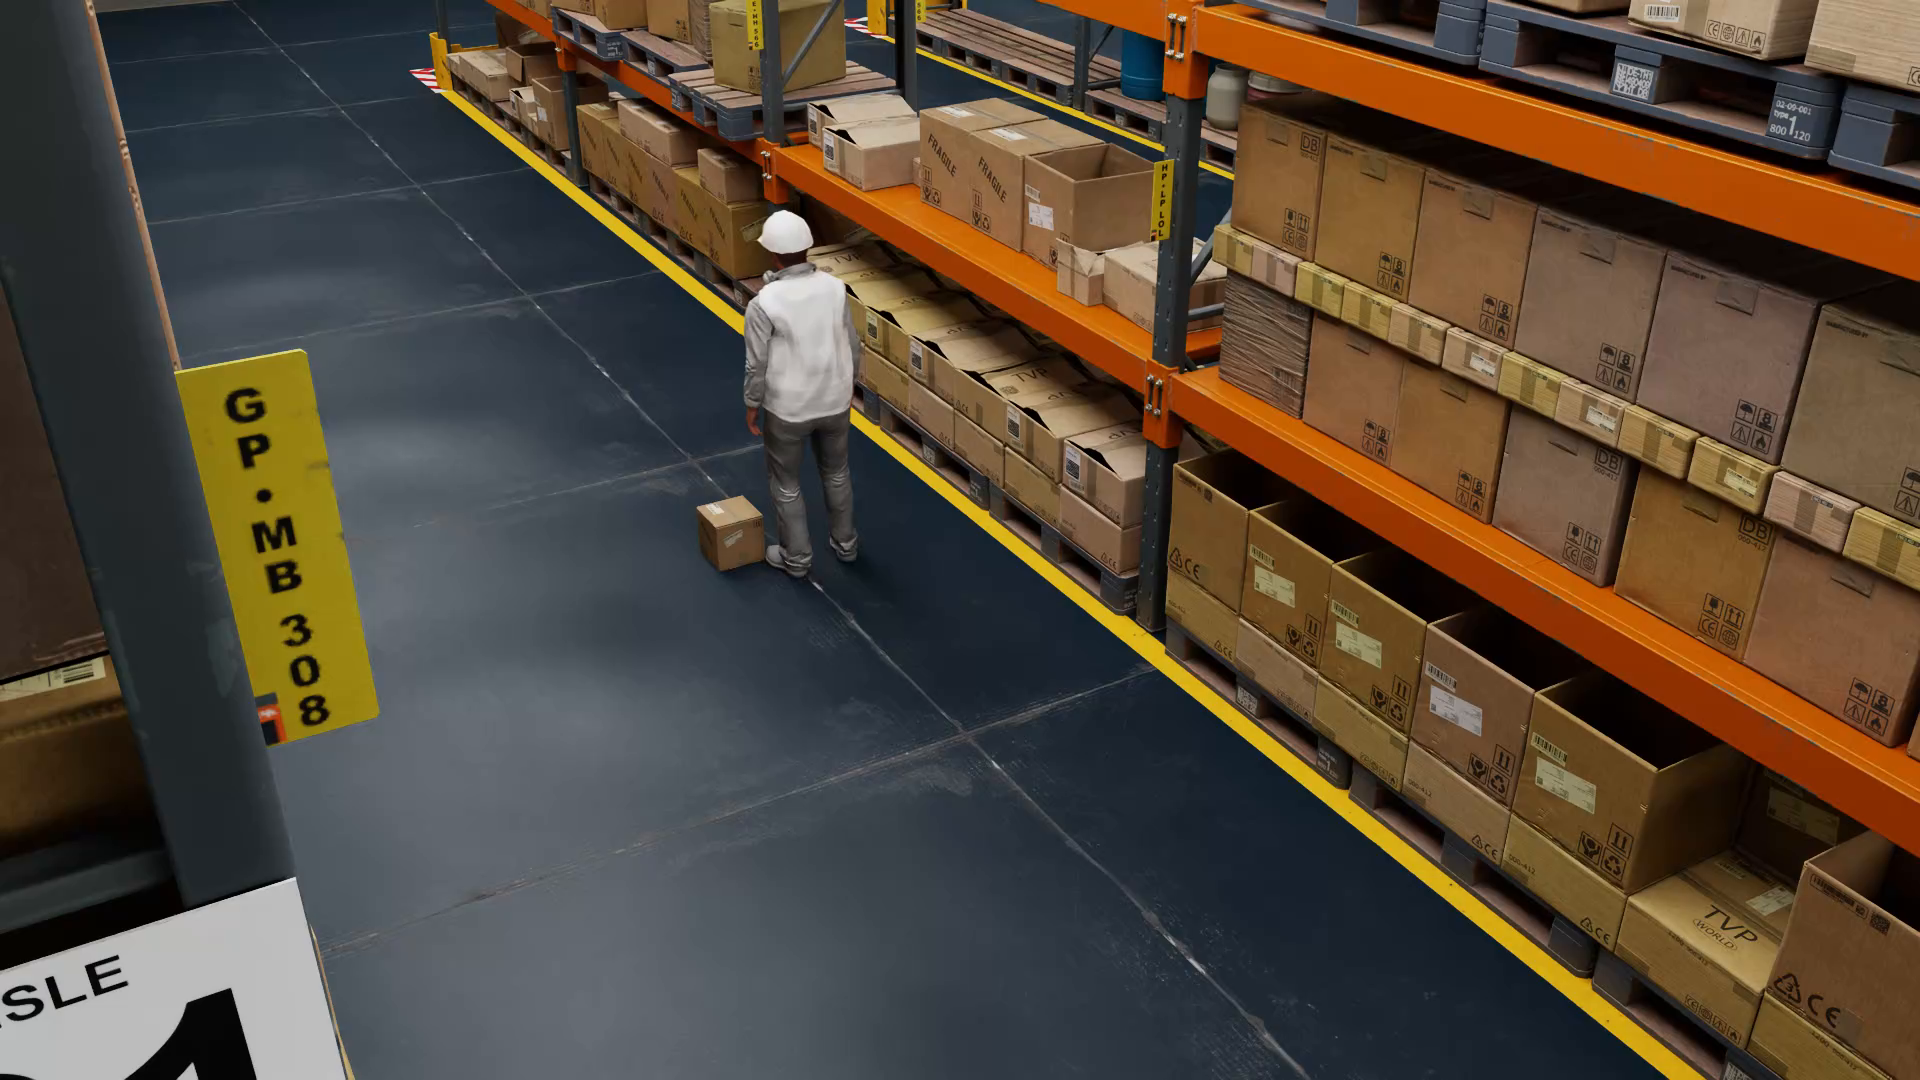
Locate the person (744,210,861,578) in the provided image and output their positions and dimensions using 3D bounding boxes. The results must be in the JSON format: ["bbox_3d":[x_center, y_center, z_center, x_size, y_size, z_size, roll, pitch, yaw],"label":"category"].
[{"bbox_3d":[-0.735,-0.666,7.811,0.580,1.769,0.459,-15,32,-26],"label":"person"}]
